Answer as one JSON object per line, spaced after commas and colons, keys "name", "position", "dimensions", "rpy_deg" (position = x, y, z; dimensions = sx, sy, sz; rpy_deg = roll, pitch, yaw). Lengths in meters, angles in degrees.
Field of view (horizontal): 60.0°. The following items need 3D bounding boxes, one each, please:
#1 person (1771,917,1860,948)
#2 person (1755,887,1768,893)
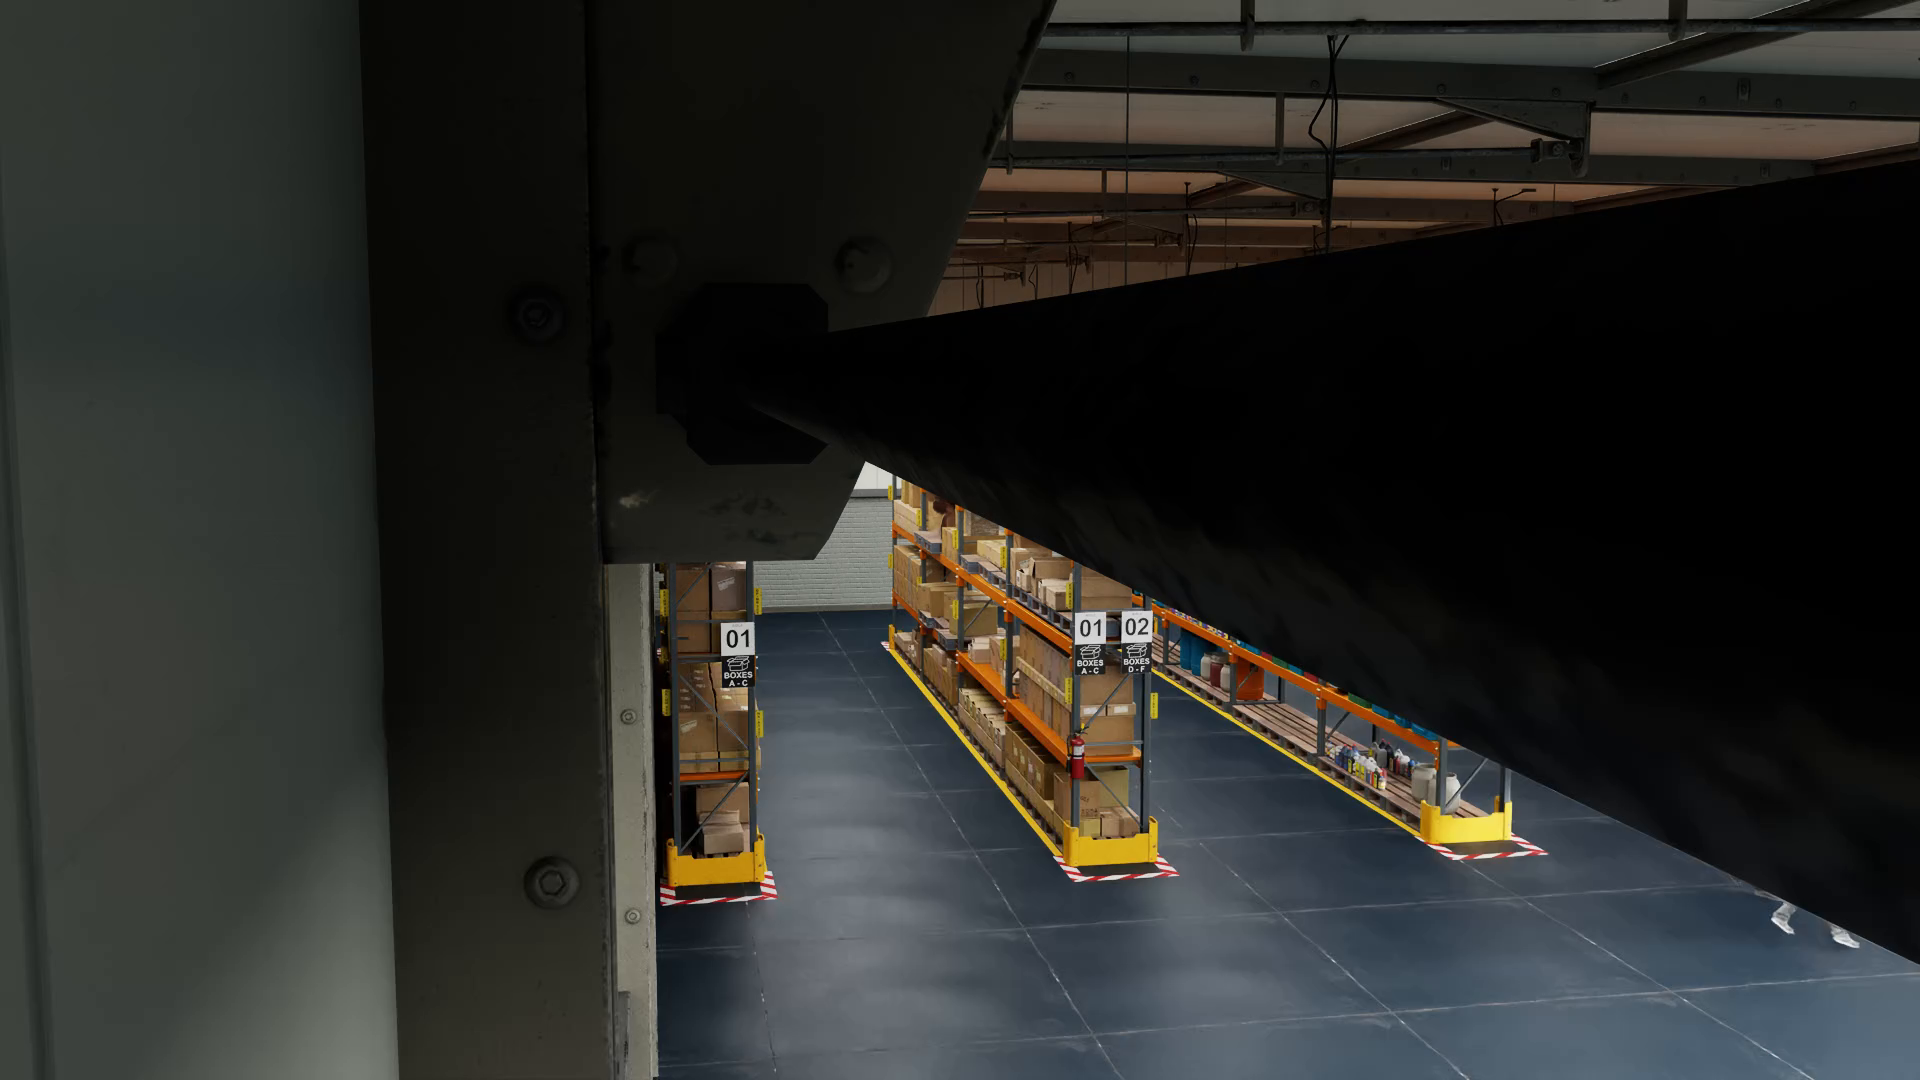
{"name": "person", "position": [9.283, 3.574, 17.972], "dimensions": [0.867, 1.601, 0.528], "rpy_deg": [1, 6, 13]}
{"name": "person", "position": [9.400, 3.311, 19.617], "dimensions": [0.635, 1.677, 0.701], "rpy_deg": [3, 7, 26]}
